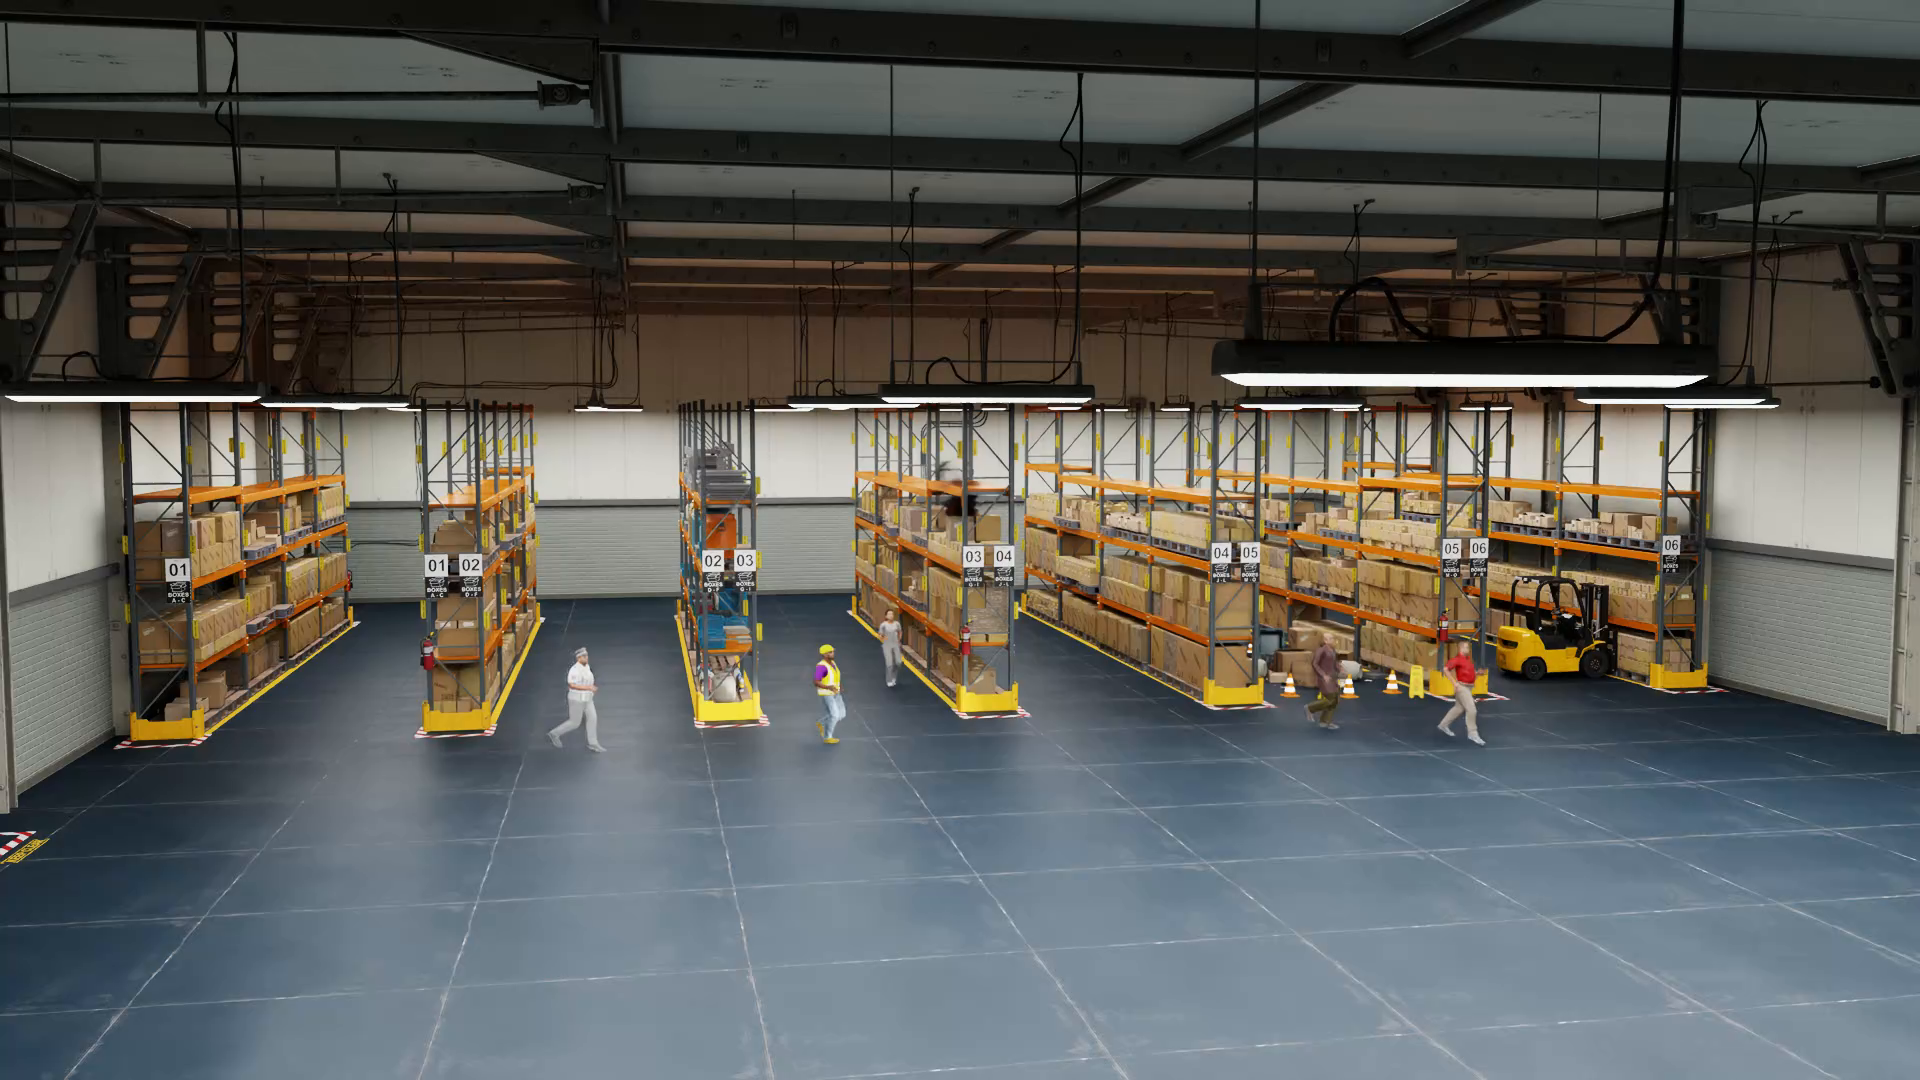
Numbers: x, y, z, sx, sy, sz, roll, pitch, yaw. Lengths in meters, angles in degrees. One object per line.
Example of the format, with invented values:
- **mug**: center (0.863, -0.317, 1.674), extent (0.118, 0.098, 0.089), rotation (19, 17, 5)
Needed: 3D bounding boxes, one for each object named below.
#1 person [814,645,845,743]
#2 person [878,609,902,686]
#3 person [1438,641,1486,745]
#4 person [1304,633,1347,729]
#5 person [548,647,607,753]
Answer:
- **person**: center (-2.273, 2.676, 28.964), extent (0.601, 1.719, 0.695), rotation (2, 5, 23)
- **person**: center (-1.427, 2.264, 34.875), extent (0.553, 1.628, 0.558), rotation (-1, 4, -16)
- **person**: center (8.804, 2.657, 29.094), extent (0.873, 1.767, 0.646), rotation (3, 5, 32)
- **person**: center (6.697, 2.565, 30.423), extent (0.685, 1.750, 0.704), rotation (3, 5, 37)
- **person**: center (-6.483, 2.712, 28.252), extent (0.969, 1.796, 0.672), rotation (1, 4, 16)
